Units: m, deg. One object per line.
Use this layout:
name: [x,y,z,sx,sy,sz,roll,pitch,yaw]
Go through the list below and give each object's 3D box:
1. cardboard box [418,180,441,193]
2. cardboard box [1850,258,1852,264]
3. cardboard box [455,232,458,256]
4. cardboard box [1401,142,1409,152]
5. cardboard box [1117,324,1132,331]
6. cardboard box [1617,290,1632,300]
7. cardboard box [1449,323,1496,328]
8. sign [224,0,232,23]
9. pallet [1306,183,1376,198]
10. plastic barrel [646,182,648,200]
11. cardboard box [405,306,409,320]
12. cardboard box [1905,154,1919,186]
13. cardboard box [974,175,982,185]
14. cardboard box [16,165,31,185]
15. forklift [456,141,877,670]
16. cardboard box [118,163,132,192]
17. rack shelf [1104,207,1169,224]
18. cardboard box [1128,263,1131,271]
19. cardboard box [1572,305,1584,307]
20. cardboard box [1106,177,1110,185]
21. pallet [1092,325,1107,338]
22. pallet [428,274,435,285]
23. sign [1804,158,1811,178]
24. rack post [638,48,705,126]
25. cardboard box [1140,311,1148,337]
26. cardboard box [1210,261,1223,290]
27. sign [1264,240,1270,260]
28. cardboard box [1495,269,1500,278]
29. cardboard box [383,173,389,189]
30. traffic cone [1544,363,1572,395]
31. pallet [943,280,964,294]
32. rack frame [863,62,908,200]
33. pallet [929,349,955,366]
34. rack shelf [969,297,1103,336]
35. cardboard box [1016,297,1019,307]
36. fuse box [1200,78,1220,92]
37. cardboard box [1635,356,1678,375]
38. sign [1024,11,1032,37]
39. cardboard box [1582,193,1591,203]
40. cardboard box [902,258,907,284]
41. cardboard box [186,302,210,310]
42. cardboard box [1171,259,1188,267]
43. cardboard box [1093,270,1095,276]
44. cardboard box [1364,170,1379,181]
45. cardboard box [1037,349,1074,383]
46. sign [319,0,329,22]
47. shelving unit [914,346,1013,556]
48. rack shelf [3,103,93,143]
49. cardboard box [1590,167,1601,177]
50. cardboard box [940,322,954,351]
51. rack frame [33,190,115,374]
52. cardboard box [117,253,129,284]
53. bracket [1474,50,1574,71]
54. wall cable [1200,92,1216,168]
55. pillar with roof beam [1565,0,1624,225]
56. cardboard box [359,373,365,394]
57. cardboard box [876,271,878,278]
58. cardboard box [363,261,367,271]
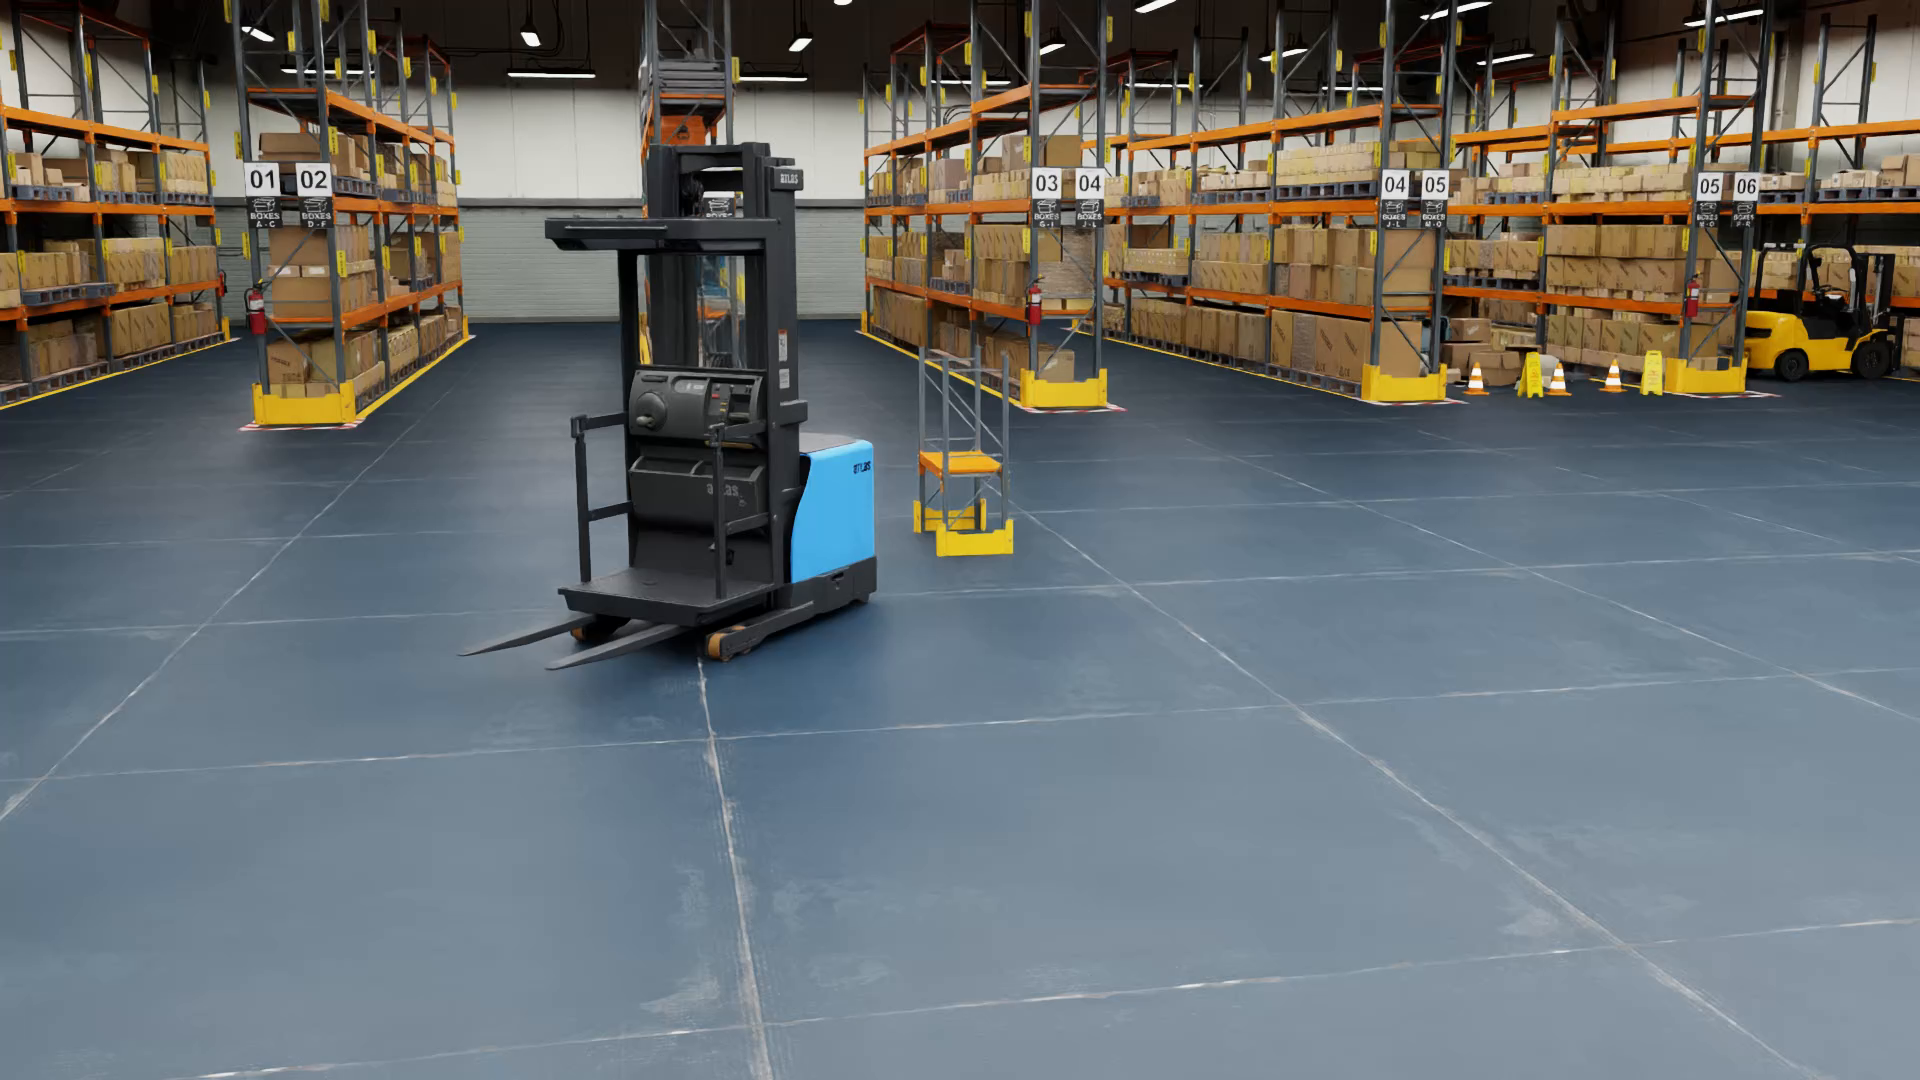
cardboard box: [-10.458,-6.913,32.536,0.500,0.250,0.500,-2,11,-11]
cardboard box: [15.215,-4.713,27.932,0.380,0.149,0.250,-2,11,-12]
cardboard box: [-10.929,-6.279,35.222,0.500,0.500,0.500,-2,11,-9]
cardboard box: [6.530,-5.606,23.754,0.380,0.149,0.250,-2,11,-11]
cardboard box: [3.586,-4.556,35.613,0.380,0.149,0.250,-2,11,-10]
cardboard box: [10.566,-3.858,26.115,0.380,0.149,0.250,-2,11,-12]
cardboard box: [9.710,-3.967,31.922,0.950,0.372,0.625,-3,11,-15]
sign: [-8.808,-6.396,20.025,0.100,0.325,0.005,-2,11,-11]
pallet: [5.935,-5.280,25.128,1.003,0.211,1.213,-2,11,-11]
plastic barrel: [-5.209,-6.076,28.773,0.421,0.512,0.421,0,11,0]
cardboard box: [-10.557,-4.245,30.980,0.500,0.250,0.500,-2,11,-11]
cardboard box: [15.608,-5.911,26.552,0.700,0.500,0.500,-2,11,-11]
cardboard box: [0.428,-5.587,25.838,0.380,0.149,0.250,-2,11,-13]
cardboard box: [-14.057,-5.373,24.499,0.500,0.311,0.500,-2,11,-9]
forklift: [-1.681,-0.838,9.761,1.130,2.935,3.031,6,12,27]
cardboard box: [-15.230,-6.462,29.660,0.700,0.500,0.500,-2,11,-12]
rack shelf: [3.607,-7.178,36.787,1.077,0.370,4.000,-2,11,-11]
cardboard box: [3.681,-5.634,34.324,0.380,0.149,0.250,-2,11,-10]
cardboard box: [13.687,-4.855,36.242,0.500,0.500,0.500,-2,11,-12]
cardboard box: [3.390,-7.816,36.213,0.380,0.149,0.250,-2,11,-11]
pallet: [3.590,-4.667,37.152,1.003,0.211,1.213,-2,11,-11]
pallet: [-10.558,-4.925,31.561,1.003,0.211,1.213,-2,11,-11]
sign: [14.726,-6.464,28.888,0.100,0.325,0.005,-2,11,-11]
rack post: [-4.658,-7.285,26.869,1.013,1.000,3.121,-2,11,-11]
cardboard box: [3.984,-4.427,33.995,0.500,0.500,0.500,-2,11,-8]
cardboard box: [4.796,-4.728,29.750,0.500,0.500,0.500,-2,11,-11]
sign: [5.022,-4.732,27.150,0.100,0.325,0.005,-2,11,-11]
cardboard box: [9.833,-4.777,29.820,0.380,0.149,0.250,-2,11,-11]
cardboard box: [-9.465,-5.760,26.692,0.500,0.250,0.500,-2,11,-12]
traffic cone: [8.794,-2.371,24.418,0.336,0.463,0.334,-2,11,-11]
pallet: [0.314,-4.339,28.486,1.003,0.211,1.213,-2,11,-11]
rack frame: [-1.667,-9.210,37.516,1.000,3.000,0.127,-2,11,-11]
pallet: [0.040,-3.282,29.876,1.003,0.211,1.213,-2,11,-11]
rack shelf: [1.056,-3.341,24.654,1.077,0.370,4.000,-2,11,-11]
cardboard box: [1.007,-3.386,23.634,0.380,0.149,0.250,-2,11,-11]
fuse box: [6.691,-12.161,44.465,0.513,0.334,0.176,-2,11,-11]
cardboard box: [10.740,-2.687,25.521,0.500,0.250,0.500,-2,11,-11]
sign: [0.897,-6.795,21.910,0.100,0.325,0.005,-2,11,-11]
cardboard box: [10.370,-5.567,27.074,0.380,0.149,0.250,-2,11,-9]
cardboard box: [-0.849,-5.301,32.756,0.500,0.500,0.500,-2,11,-12]
cardboard box: [-15.755,-4.831,34.381,0.380,0.149,0.250,-2,11,-9]
cardboard box: [4.231,-5.260,31.564,0.380,0.149,0.250,-2,11,-10]
cardboard box: [3.234,-6.091,37.846,0.380,0.149,0.250,-2,11,-8]
cardboard box: [5.933,-5.144,23.460,0.380,0.149,0.250,-2,11,-11]
cardboard box: [1.340,-2.422,23.459,0.500,0.500,0.500,0,11,0]
sign: [-7.727,-6.471,20.207,0.100,0.325,0.005,-2,11,-11]
shelving unit: [0.015,-0.723,12.983,0.587,1.500,1.083,-2,11,-11]
rack shelf: [-14.298,-6.285,25.146,1.077,0.370,4.000,-2,11,-11]
cardboard box: [10.373,-5.906,26.721,0.380,0.149,0.250,-2,11,-13]
cardboard box: [0.039,-3.661,29.919,0.700,0.500,0.500,-3,11,-14]
rack frame: [-14.687,-4.255,27.529,1.000,3.000,0.127,-2,11,-11]
cardboard box: [-14.623,-4.655,28.513,0.500,0.500,0.500,-2,11,-9]
bracket: [13.519,-11.482,39.828,0.076,0.066,4.783,-2,11,-11]
wall cable: [6.671,-10.603,44.837,0.463,3.000,0.029,-2,11,-11]
pillar with roof beam: [10.226,-9.022,36.528,9.100,9.000,0.548,-2,11,-11]
cardboard box: [-8.356,-2.114,22.510,0.500,0.250,0.500,-2,11,-11]
cardboard box: [-1.621,-5.780,36.214,0.380,0.149,0.250,-2,11,-12]
cardboard box: [-8.636,-3.886,23.590,0.380,0.149,0.250,-2,11,-11]
